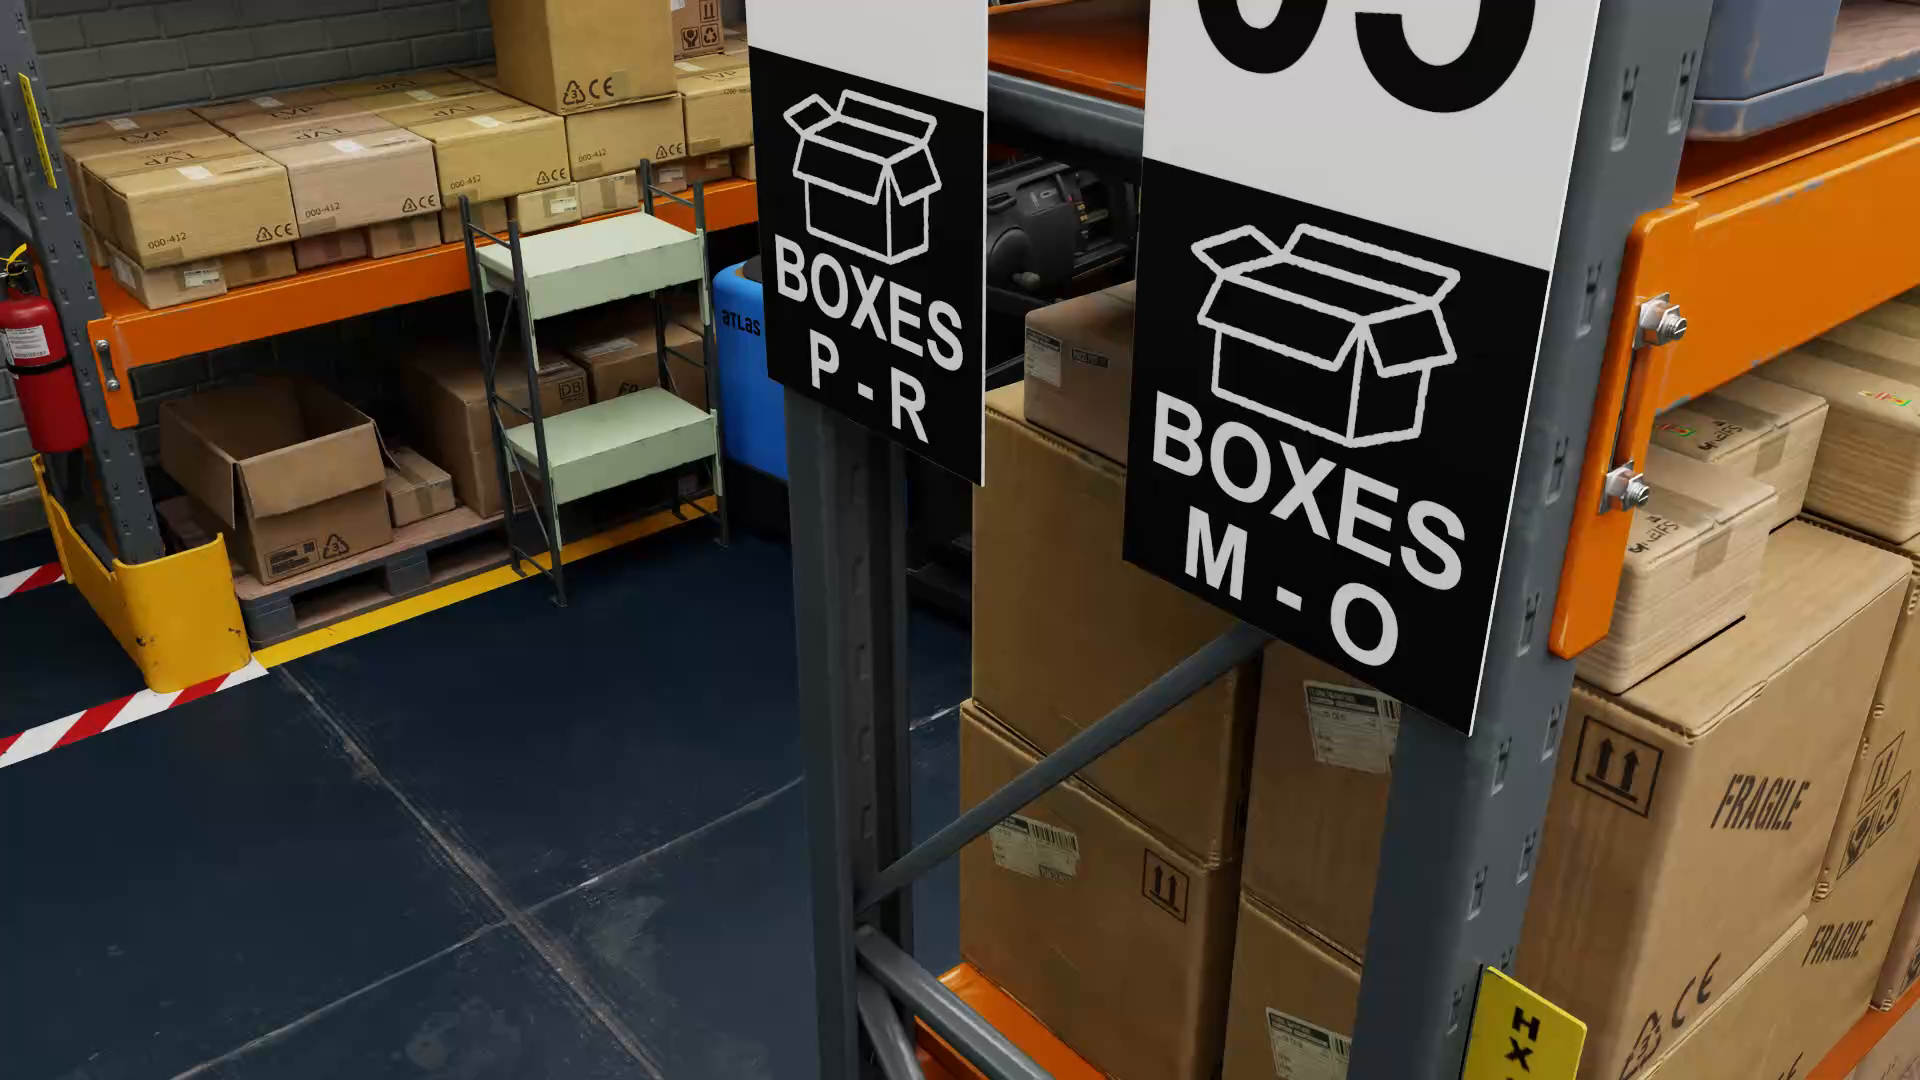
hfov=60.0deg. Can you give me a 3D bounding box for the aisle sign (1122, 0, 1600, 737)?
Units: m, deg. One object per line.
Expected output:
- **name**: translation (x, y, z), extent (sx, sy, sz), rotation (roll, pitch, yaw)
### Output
- **aisle sign**: translation (0.286, -0.259, 1.294), extent (0.004, 0.787, 0.394), rotation (-22, 35, -35)

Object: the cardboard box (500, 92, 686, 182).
- **cardboard box**: translation (-1.410, -1.599, 6.403), extent (0.500, 0.250, 0.500), rotation (-23, 36, -36)

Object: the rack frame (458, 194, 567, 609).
- **rack frame**: translation (-1.622, -0.477, 6.051), extent (0.023, 1.500, 0.400), rotation (-22, 35, -35)

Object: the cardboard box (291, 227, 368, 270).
- **cardboard box**: translation (-2.303, -1.096, 5.884), extent (0.250, 0.149, 0.380), rotation (-22, 35, -36)

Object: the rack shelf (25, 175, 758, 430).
- **rack shelf**: translation (-1.551, -1.312, 6.785), extent (4.000, 0.370, 1.077), rotation (-22, 35, -35)

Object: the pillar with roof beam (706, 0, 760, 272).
- **pillar with roof beam**: translation (1.650, -3.453, 3.664), extent (0.400, 9.000, 9.100), rotation (-22, 35, -35)

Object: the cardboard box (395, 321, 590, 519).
- **cardboard box**: translation (-1.870, -0.501, 6.711), extent (0.500, 0.500, 0.700), rotation (-20, 34, -33)

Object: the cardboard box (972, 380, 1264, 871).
- **cardboard box**: translation (0.364, 0.044, 2.319), extent (0.500, 0.500, 0.500), rotation (-21, 34, -33)

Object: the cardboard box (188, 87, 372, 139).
- **cardboard box**: translation (-2.501, -1.475, 6.172), extent (0.500, 0.250, 0.500), rotation (-22, 35, -35)

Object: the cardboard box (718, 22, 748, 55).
- **cardboard box**: translation (-0.958, -2.095, 7.332), extent (0.500, 0.250, 0.500), rotation (-22, 35, -35)

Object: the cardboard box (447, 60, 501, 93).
- **cardboard box**: translation (-1.724, -1.785, 6.751), extent (0.500, 0.250, 0.500), rotation (-22, 35, -35)

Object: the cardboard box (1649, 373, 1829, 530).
- **cardboard box**: translation (0.755, -0.125, 1.946), extent (0.250, 0.149, 0.380), rotation (-21, 35, -34)

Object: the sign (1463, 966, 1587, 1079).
- **sign**: translation (0.508, 0.546, 1.544), extent (0.005, 0.325, 0.100), rotation (-22, 35, -35)

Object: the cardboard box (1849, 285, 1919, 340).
- **cardboard box**: translation (1.216, -0.250, 2.180), extent (0.250, 0.149, 0.380), rotation (-23, 36, -36)

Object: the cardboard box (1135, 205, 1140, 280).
- **cardboard box**: translation (0.883, -1.557, 8.688), extent (0.500, 0.500, 0.500), rotation (-22, 35, -36)

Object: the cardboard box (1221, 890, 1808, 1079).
- **cardboard box**: translation (0.704, 0.674, 2.201), extent (0.500, 0.500, 0.500), rotation (-22, 35, -35)

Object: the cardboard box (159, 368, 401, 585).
- **cardboard box**: translation (-2.545, -0.254, 6.247), extent (0.637, 0.503, 0.797), rotation (-24, 36, -37)

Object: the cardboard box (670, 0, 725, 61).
- **cardboard box**: translation (-1.335, -2.276, 6.875), extent (0.500, 0.500, 0.500), rotation (-23, 36, -36)

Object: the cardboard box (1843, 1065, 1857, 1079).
- **cardboard box**: translation (1.280, 1.186, 3.622), extent (0.875, 0.438, 0.875), rotation (-21, 34, -34)

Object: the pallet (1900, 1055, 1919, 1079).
- **pallet**: translation (1.637, 1.347, 4.005), extent (1.213, 0.211, 1.003), rotation (-22, 35, -35)

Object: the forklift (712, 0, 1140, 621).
- **forklift**: translation (0.472, -1.102, 5.702), extent (3.031, 2.935, 1.130), rotation (22, 35, 35)

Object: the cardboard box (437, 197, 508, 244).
- **cardboard box**: translation (-1.873, -1.234, 6.144), extent (0.250, 0.149, 0.380), rotation (-21, 35, -34)

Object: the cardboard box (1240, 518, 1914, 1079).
- **cardboard box**: translation (0.702, 0.232, 1.967), extent (0.500, 0.500, 0.500), rotation (-23, 36, -36)

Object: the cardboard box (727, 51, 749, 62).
- **cardboard box**: translation (-0.630, -1.904, 6.974), extent (0.500, 0.250, 0.500), rotation (-22, 35, -35)

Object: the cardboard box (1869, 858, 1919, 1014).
- **cardboard box**: translation (1.469, 0.360, 2.788), extent (0.500, 0.500, 0.500), rotation (-22, 35, -35)

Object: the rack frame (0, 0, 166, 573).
- **rack frame**: translation (-3.072, -1.017, 5.471), extent (0.127, 3.000, 1.000), rotation (-22, 35, -35)

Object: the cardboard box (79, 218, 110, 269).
- **cardboard box**: translation (-2.994, -1.104, 5.900), extent (0.250, 0.149, 0.380), rotation (-22, 35, -35)

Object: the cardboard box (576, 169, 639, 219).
- **cardboard box**: translation (-1.445, -1.373, 6.403), extent (0.250, 0.149, 0.380), rotation (-21, 35, -34)

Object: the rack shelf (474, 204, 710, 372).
- **rack shelf**: translation (-1.343, -0.933, 6.077), extent (0.720, 0.370, 0.431), rotation (-22, 35, -35)

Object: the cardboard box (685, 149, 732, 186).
- **cardboard box**: translation (-1.136, -1.569, 6.769), extent (0.250, 0.149, 0.380), rotation (-21, 35, -34)

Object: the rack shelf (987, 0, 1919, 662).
- **rack shelf**: translation (1.674, -0.856, 2.750), extent (4.000, 0.370, 1.077), rotation (-22, 35, -35)

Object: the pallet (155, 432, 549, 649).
- **pallet**: translation (-2.409, -0.055, 6.629), extent (1.213, 0.211, 1.003), rotation (-22, 35, -35)

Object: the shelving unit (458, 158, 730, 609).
- **shelving unit**: translation (-1.344, -0.589, 6.261), extent (0.755, 1.500, 0.431), rotation (-22, 35, -35)

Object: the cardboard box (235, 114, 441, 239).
- **cardboard box**: translation (-2.169, -1.279, 5.804), extent (0.500, 0.250, 0.500), rotation (-21, 35, -34)

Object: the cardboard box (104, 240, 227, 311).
- **cardboard box**: translation (-2.644, -0.909, 5.534), extent (0.250, 0.149, 0.380), rotation (-22, 35, -35)

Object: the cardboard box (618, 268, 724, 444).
- **cardboard box**: translation (-1.080, -0.818, 7.305), extent (0.500, 0.500, 0.700), rotation (-23, 36, -37)
